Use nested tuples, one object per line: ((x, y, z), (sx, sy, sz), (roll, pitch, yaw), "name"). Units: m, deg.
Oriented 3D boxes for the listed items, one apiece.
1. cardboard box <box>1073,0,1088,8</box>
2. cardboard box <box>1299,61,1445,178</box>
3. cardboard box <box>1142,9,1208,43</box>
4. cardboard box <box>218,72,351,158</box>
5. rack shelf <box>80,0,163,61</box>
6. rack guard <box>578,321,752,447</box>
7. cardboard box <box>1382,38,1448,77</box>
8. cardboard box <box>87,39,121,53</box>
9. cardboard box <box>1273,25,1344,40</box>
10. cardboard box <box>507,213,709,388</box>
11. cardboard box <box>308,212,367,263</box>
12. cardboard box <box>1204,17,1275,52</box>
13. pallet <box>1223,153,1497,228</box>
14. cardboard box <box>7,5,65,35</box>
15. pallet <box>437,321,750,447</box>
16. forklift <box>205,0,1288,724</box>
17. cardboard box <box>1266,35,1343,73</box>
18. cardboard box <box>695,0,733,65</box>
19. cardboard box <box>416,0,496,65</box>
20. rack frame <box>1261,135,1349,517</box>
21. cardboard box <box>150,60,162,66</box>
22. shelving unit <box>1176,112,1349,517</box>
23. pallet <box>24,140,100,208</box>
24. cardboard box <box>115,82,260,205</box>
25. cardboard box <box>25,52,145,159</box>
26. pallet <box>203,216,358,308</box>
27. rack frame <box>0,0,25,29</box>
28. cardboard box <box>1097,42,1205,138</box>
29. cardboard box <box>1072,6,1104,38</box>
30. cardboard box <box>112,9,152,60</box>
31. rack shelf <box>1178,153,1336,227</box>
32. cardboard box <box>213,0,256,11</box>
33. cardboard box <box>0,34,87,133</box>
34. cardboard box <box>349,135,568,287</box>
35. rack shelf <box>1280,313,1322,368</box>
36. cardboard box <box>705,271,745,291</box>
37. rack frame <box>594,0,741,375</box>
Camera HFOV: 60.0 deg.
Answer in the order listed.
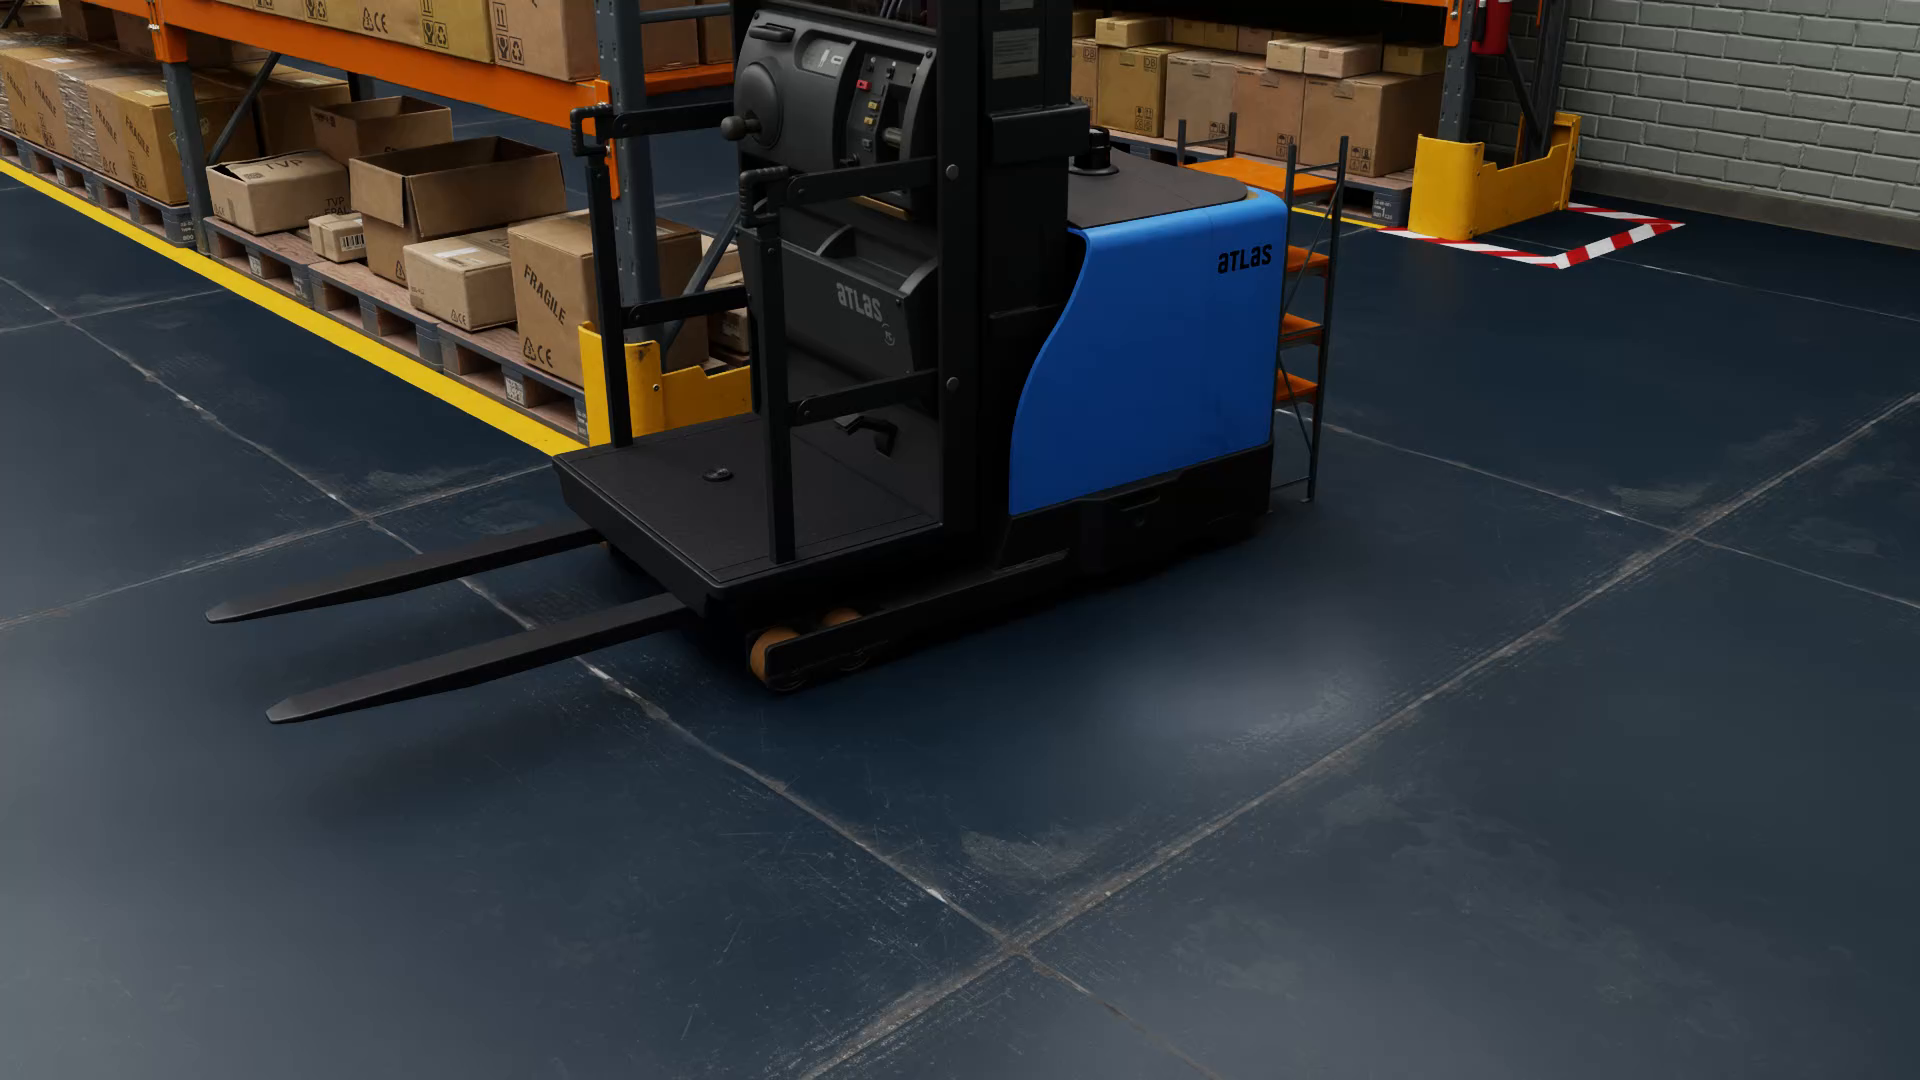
((0.636, -3.542, 11.125), (0.380, 0.149, 0.250), (-21, 32, -39), "cardboard box")
((2.337, -2.374, 9.346), (0.700, 0.500, 0.500), (-21, 32, -38), "cardboard box")
((1.351, -3.227, 10.433), (0.380, 0.149, 0.250), (-21, 32, -38), "cardboard box")
((-3.612, -2.221, 8.986), (0.500, 0.500, 0.500), (22, 33, 39), "cardboard box")
((-4.826, -3.221, 9.563), (1.077, 0.370, 4.000), (-21, 32, -38), "rack shelf")
((-0.777, -0.616, 5.998), (1.175, 0.500, 0.348), (-21, 32, -38), "rack guard")
((2.568, -2.688, 9.253), (0.380, 0.149, 0.250), (-21, 32, -38), "cardboard box")
((-5.029, -2.843, 10.350), (0.500, 0.500, 0.500), (22, 33, 40), "cardboard box")
((2.051, -2.917, 9.755), (0.380, 0.149, 0.250), (-21, 32, -38), "cardboard box")
((-1.277, -0.888, 6.064), (0.500, 0.500, 0.500), (-21, 32, -38), "cardboard box")
((-2.732, -1.406, 7.600), (0.380, 0.166, 0.250), (-21, 32, -38), "cardboard box")
((1.700, -3.072, 10.094), (0.380, 0.149, 0.250), (-21, 32, -38), "cardboard box")
((2.285, -2.088, 9.573), (1.003, 0.211, 1.213), (-21, 32, -38), "pallet")
((-6.337, -3.591, 11.639), (0.500, 0.311, 0.500), (-20, 31, -37), "cardboard box")
((-1.323, -0.726, 6.587), (1.003, 0.211, 1.213), (-21, 32, -38), "pallet")
((-0.519, -1.185, 4.315), (3.031, 2.935, 1.130), (-16, 29, -31), "forklift")
((1.941, -2.734, 9.353), (0.380, 0.149, 0.250), (-20, 31, -37), "cardboard box")
((-0.836, -1.985, 5.867), (0.500, 0.500, 0.500), (-20, 32, -37), "cardboard box")
((-1.587, -1.990, 5.879), (0.500, 0.500, 0.500), (-21, 32, -38), "cardboard box")
((1.077, -0.653, 5.236), (0.240, 1.200, 0.015), (-16, 29, -31), "rack frame")
((-4.321, -2.533, 9.669), (0.500, 0.500, 0.500), (-21, 32, -38), "cardboard box")
((0.938, -0.736, 5.418), (0.258, 1.200, 0.503), (-16, 29, -31), "shelving unit")
((-4.881, -2.279, 9.991), (1.003, 0.211, 1.213), (-21, 32, -38), "pallet")
((-4.006, -2.073, 8.662), (0.500, 0.500, 0.500), (-21, 32, -39), "cardboard box")
((-5.029, -2.531, 9.665), (0.500, 0.500, 0.500), (22, 33, 40), "cardboard box")
((-2.990, -1.465, 8.207), (1.003, 0.211, 1.213), (-21, 32, -38), "pallet")
((-6.193, -4.154, 10.742), (1.000, 3.000, 0.127), (-21, 32, -38), "rack frame")
((1.281, -2.837, 10.361), (0.700, 0.500, 0.500), (-20, 31, -37), "cardboard box")
((0.691, -3.286, 10.564), (0.380, 0.149, 0.250), (-20, 31, -37), "cardboard box")
((-4.639, -3.017, 9.827), (0.500, 0.250, 0.500), (-22, 32, -39), "cardboard box")
((0.938, -1.094, 5.255), (0.258, 0.148, 0.480), (-16, 29, -31), "rack shelf")
((-2.957, -2.602, 7.219), (0.500, 0.500, 0.500), (-21, 32, -38), "cardboard box")
((-5.729, -2.841, 10.345), (0.500, 0.500, 0.500), (22, 33, 40), "cardboard box")
((-2.171, -1.439, 7.268), (0.797, 0.503, 0.637), (-21, 32, -38), "cardboard box")
((0.938, -0.675, 5.446), (0.258, 0.148, 0.480), (-16, 29, -31), "rack shelf")
((-0.931, -0.942, 6.583), (0.380, 0.166, 0.250), (-21, 32, -38), "cardboard box")
((-0.725, -1.730, 5.429), (1.000, 3.000, 0.127), (-21, 32, -38), "rack frame")
